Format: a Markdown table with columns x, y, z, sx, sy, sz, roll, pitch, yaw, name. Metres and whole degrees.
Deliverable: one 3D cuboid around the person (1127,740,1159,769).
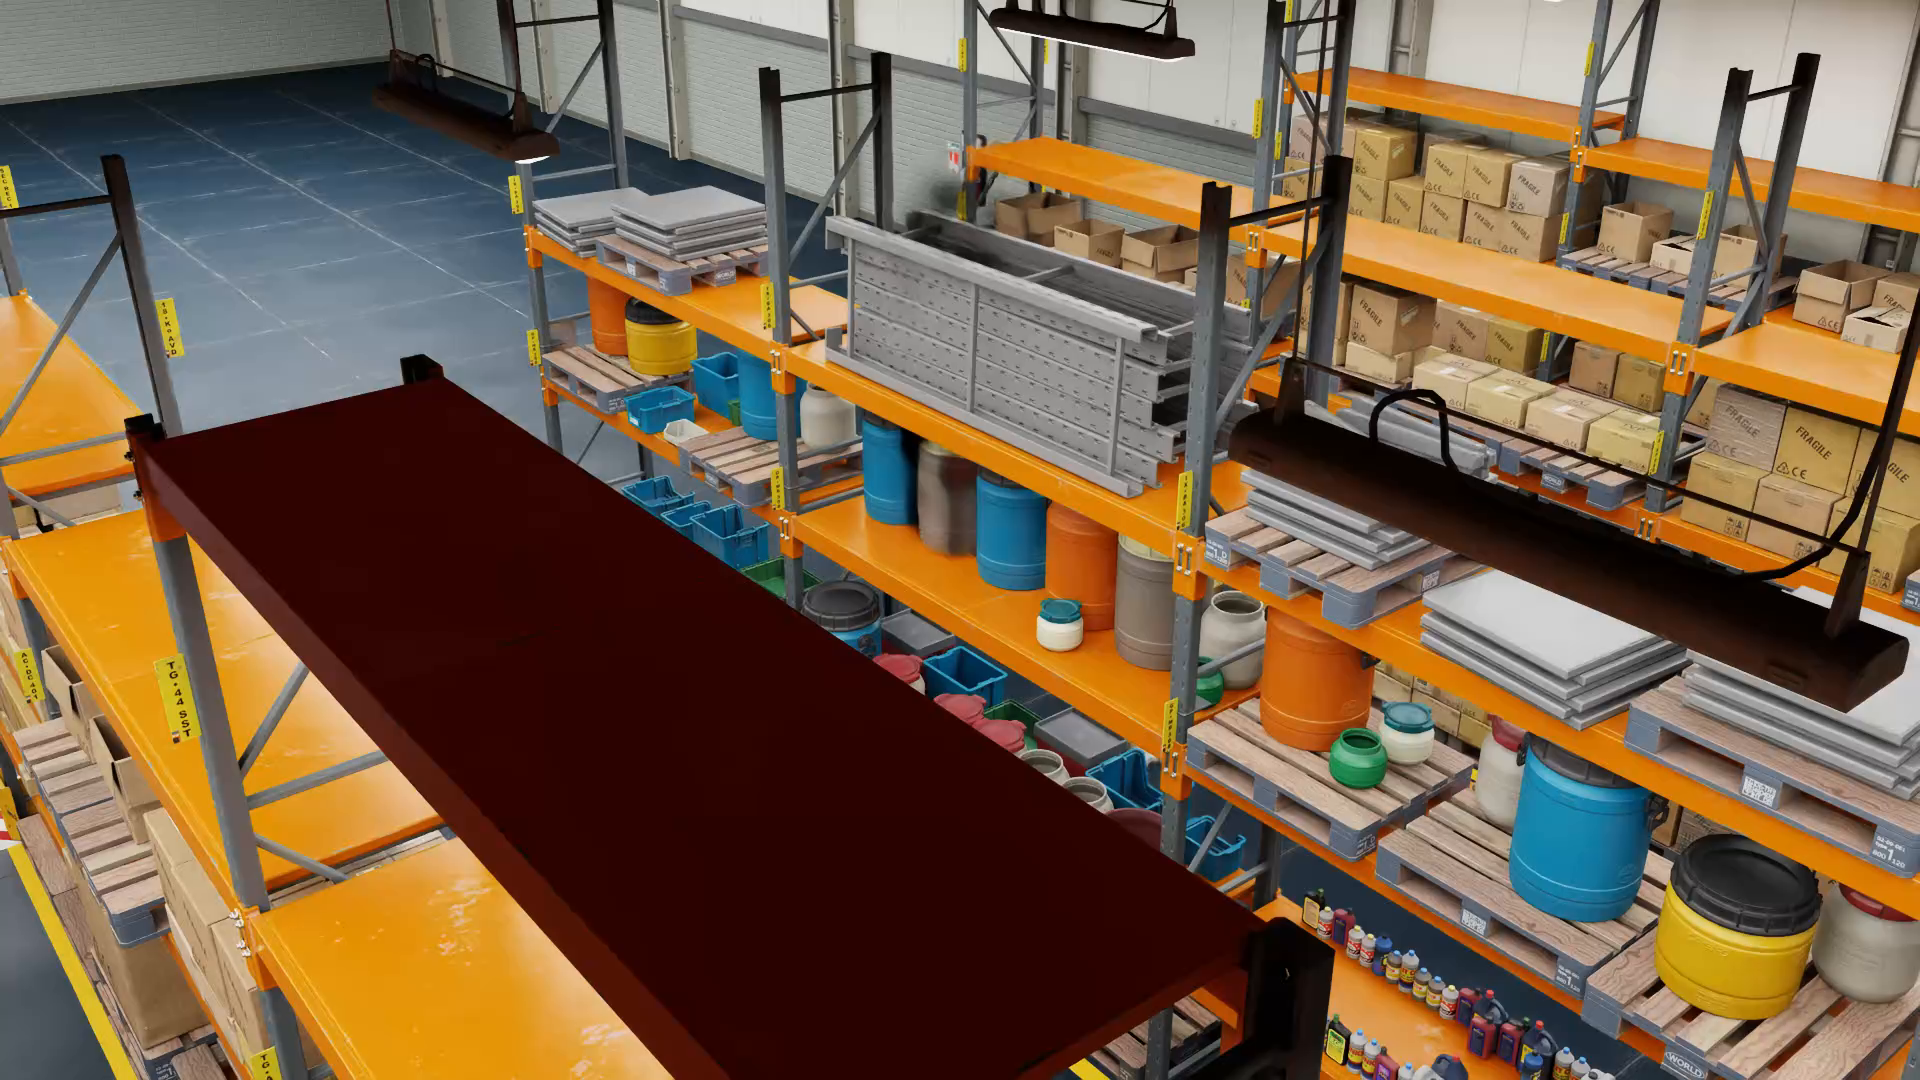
| x | y | z | sx | sy | sz | roll | pitch | yaw | name |
| --- | --- | --- | --- | --- | --- | --- | --- | --- | --- |
| 1.422 | 1.672 | 12.905 | 0.625 | 1.687 | 0.720 | -19 | 32 | -34 | person |
